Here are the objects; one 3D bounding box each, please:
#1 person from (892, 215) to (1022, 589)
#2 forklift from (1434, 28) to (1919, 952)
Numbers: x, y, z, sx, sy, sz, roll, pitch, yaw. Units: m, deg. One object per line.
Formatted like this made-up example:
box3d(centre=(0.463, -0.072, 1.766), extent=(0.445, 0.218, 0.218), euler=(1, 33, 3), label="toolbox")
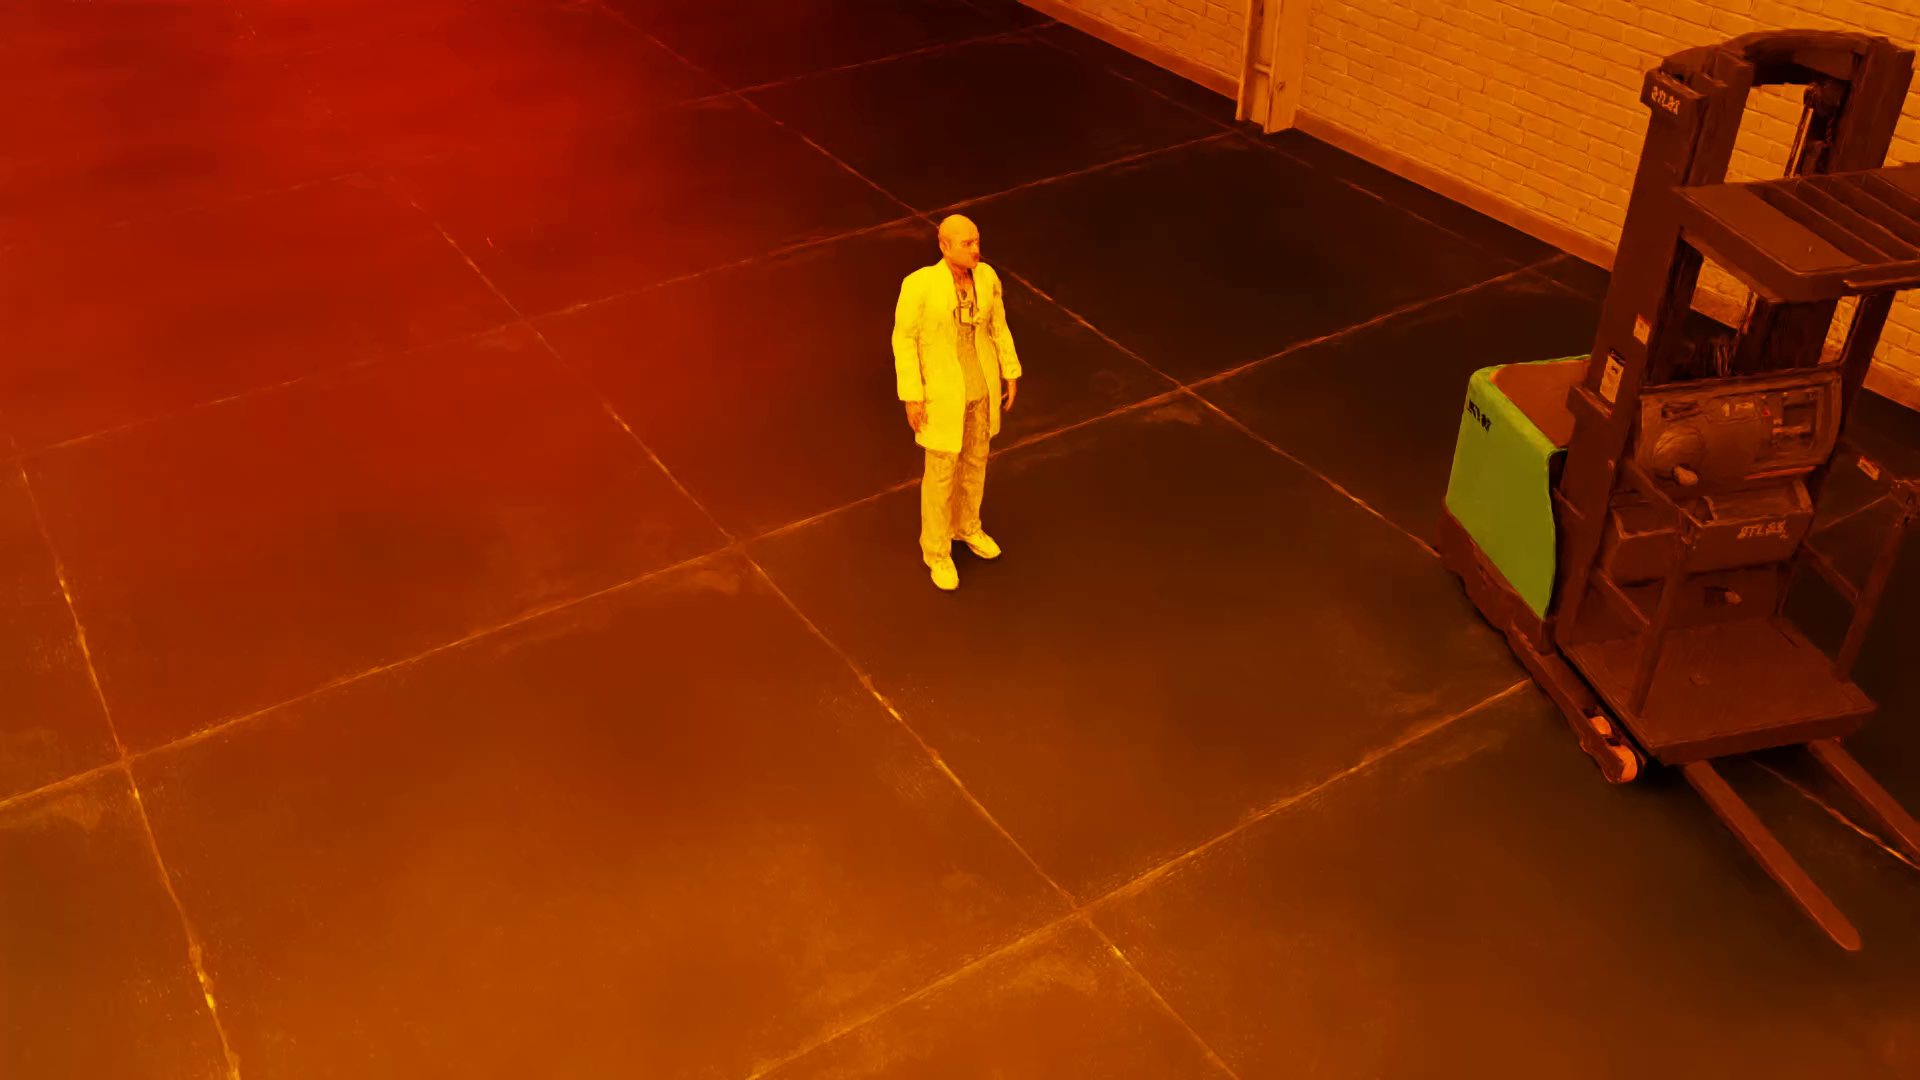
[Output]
box3d(centre=(0.046, -0.688, 8.117), extent=(0.694, 1.776, 0.579), euler=(-21, 40, -27), label="person")
box3d(centre=(3.270, -0.388, 6.700), extent=(1.130, 2.935, 3.031), euler=(-8, 36, -11), label="forklift")
